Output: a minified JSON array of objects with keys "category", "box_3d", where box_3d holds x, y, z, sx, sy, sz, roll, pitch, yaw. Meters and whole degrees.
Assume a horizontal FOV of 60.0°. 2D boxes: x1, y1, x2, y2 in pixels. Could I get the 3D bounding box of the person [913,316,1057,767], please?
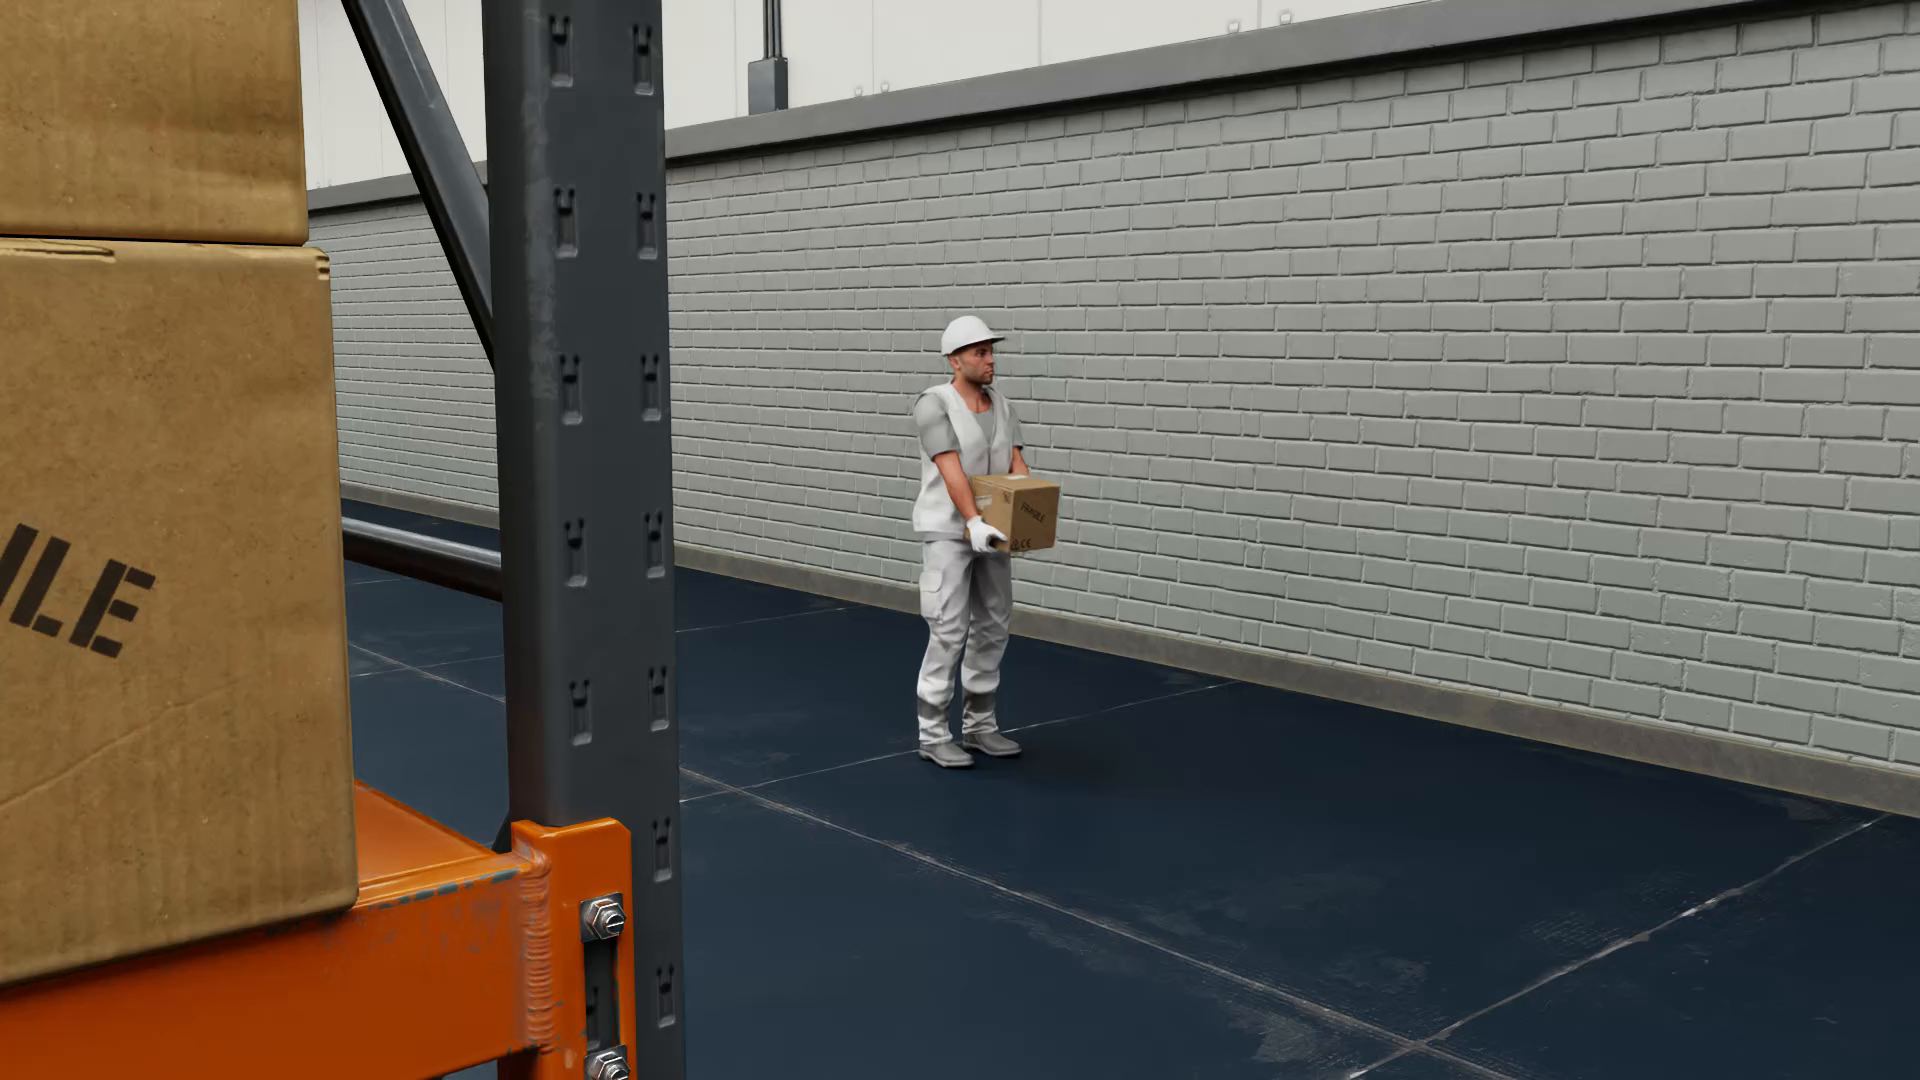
[{"category":"person","box_3d":[0.099,0.006,6.633,0.495,1.786,0.563,-7,10,-41]}]
